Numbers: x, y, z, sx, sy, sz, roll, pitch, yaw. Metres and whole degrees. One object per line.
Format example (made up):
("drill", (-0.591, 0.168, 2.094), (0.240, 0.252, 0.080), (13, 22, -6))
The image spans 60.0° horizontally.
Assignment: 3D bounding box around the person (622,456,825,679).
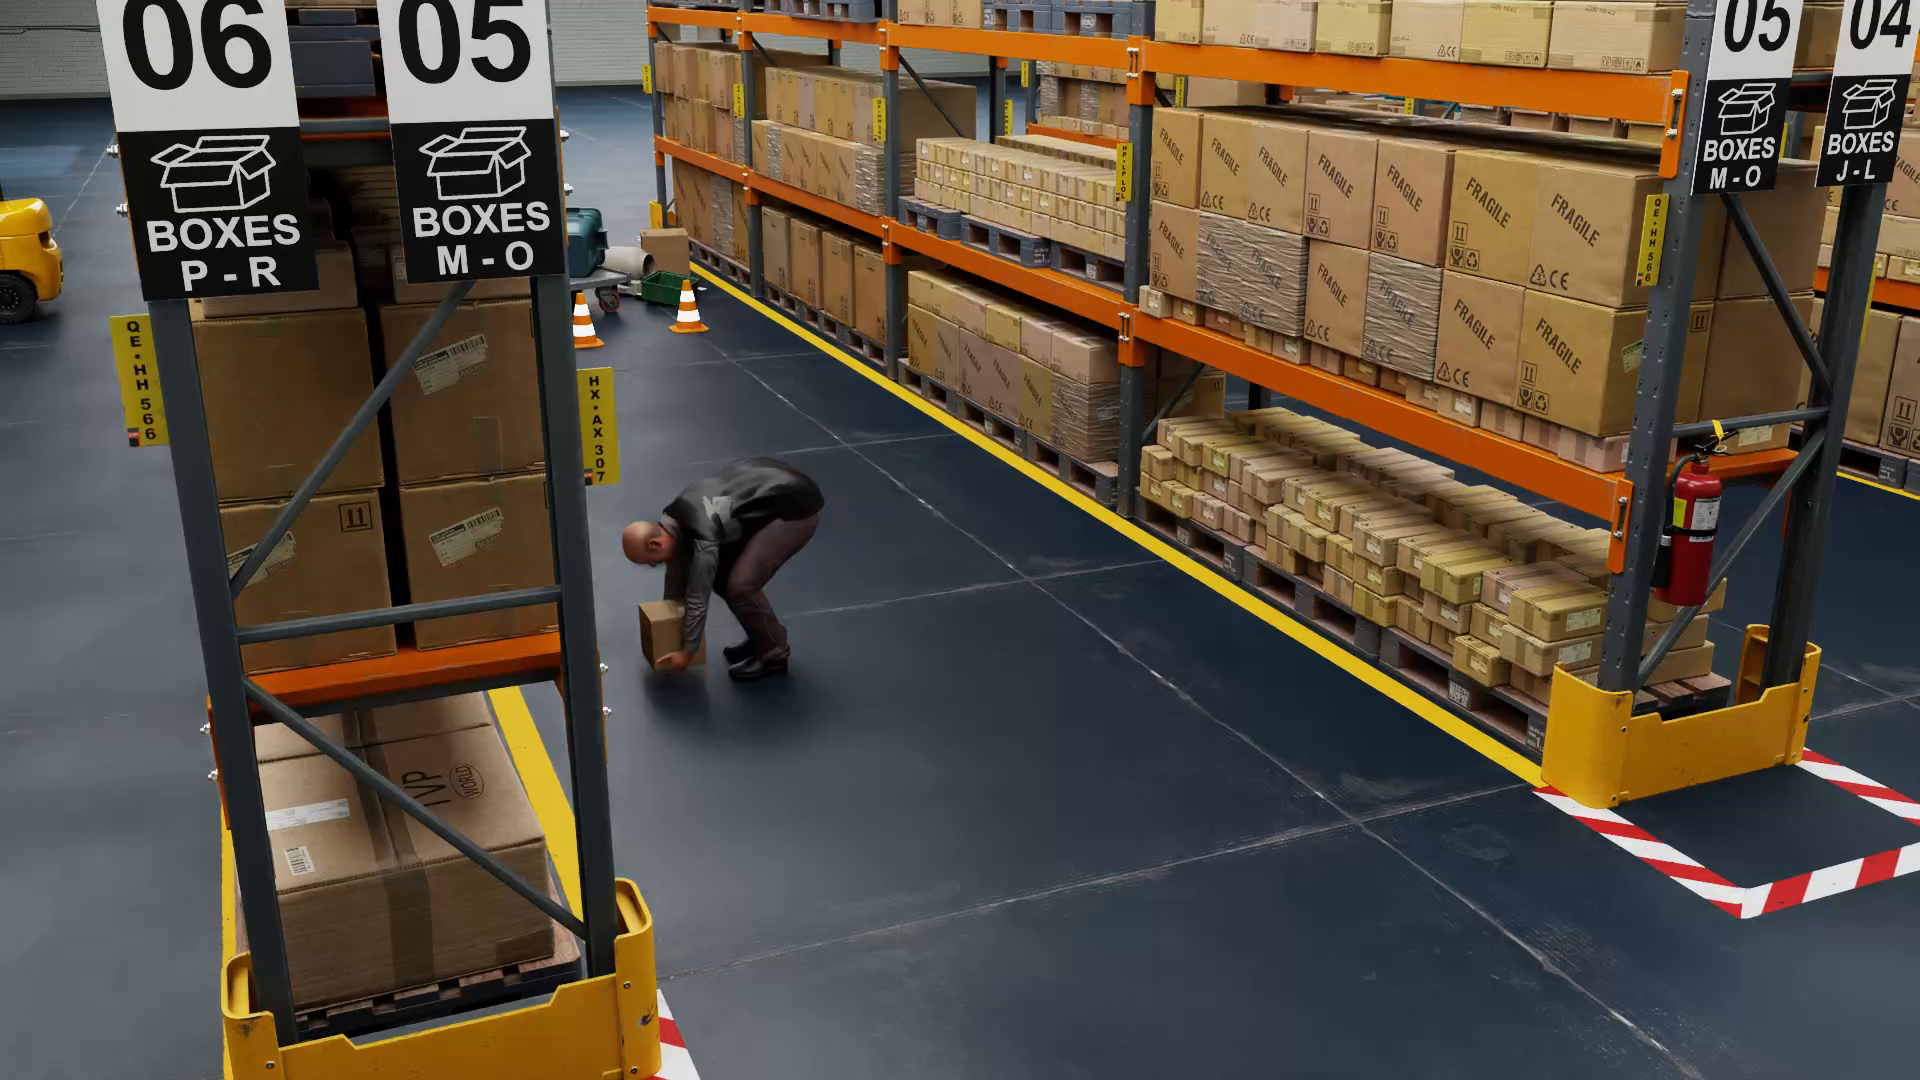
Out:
("person", (-1.107, 0.137, 7.796), (0.948, 1.015, 0.490), (-9, 21, -25))
